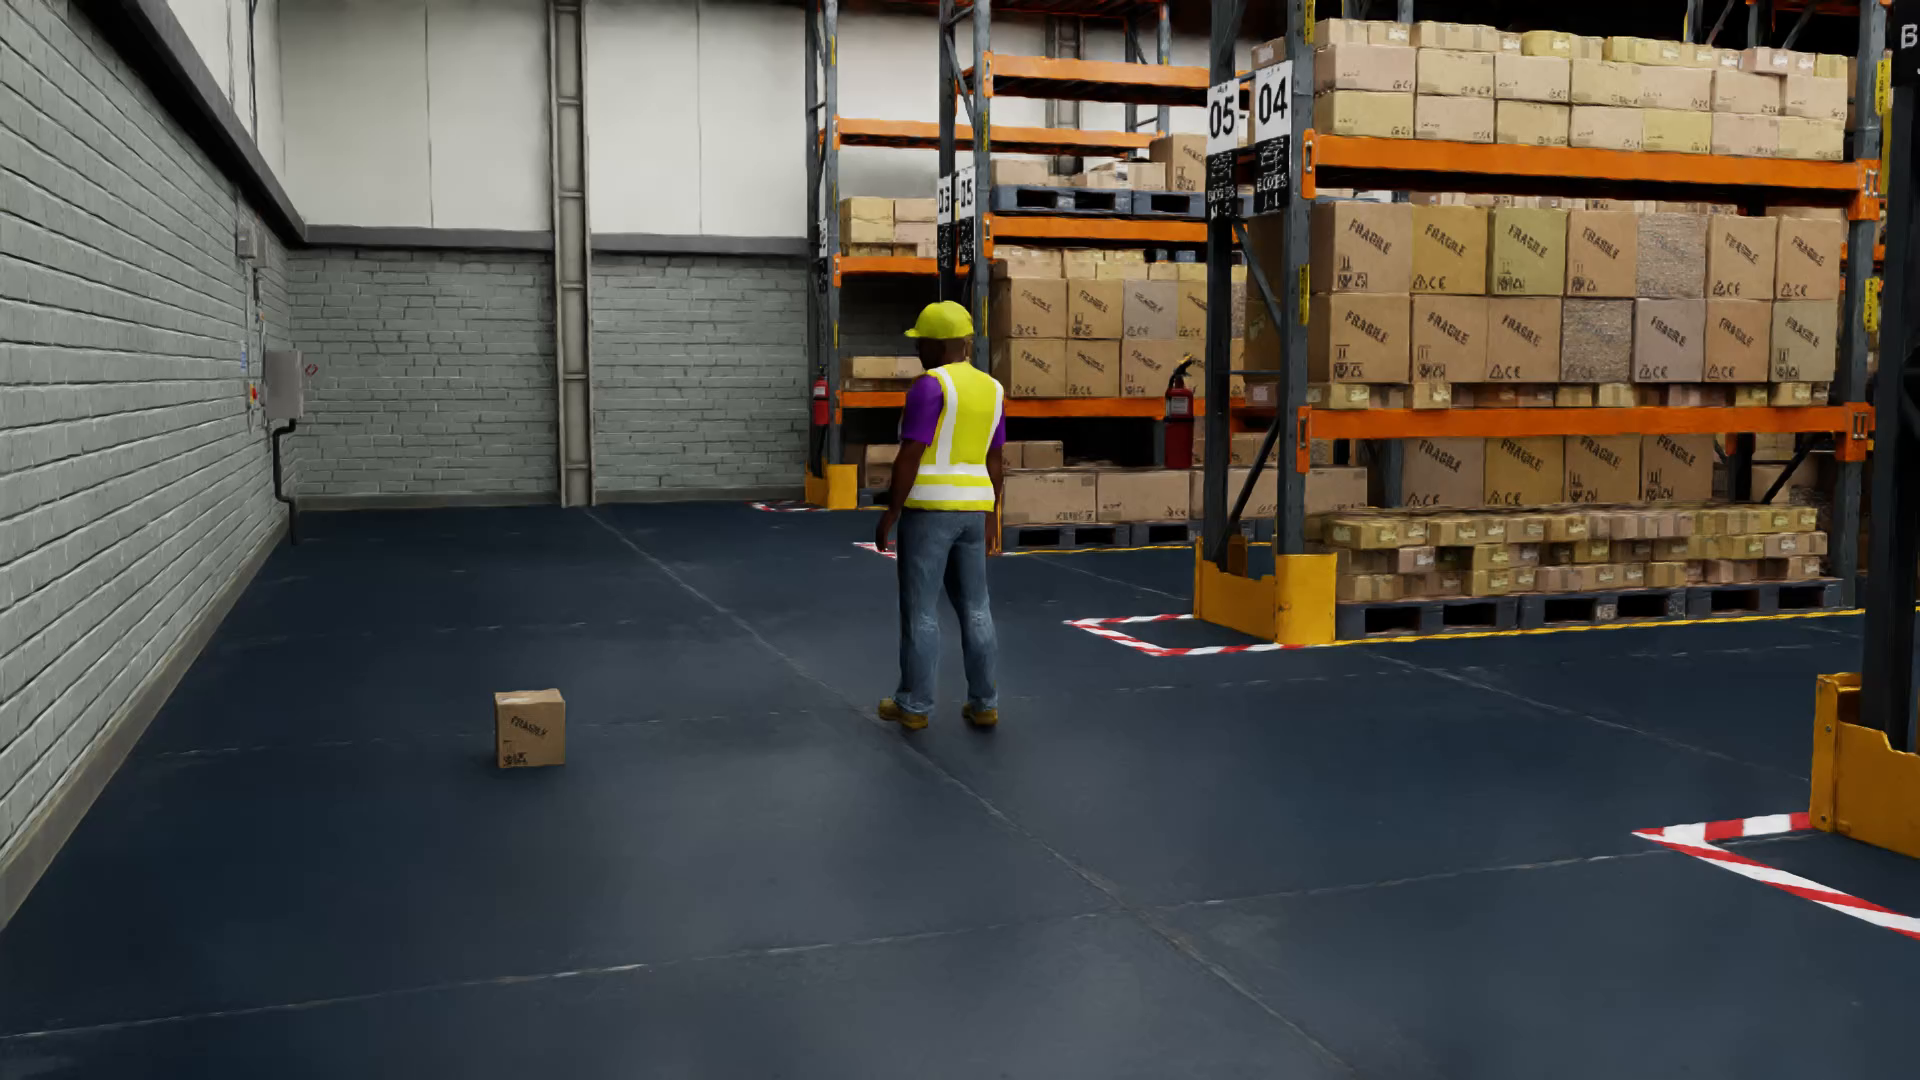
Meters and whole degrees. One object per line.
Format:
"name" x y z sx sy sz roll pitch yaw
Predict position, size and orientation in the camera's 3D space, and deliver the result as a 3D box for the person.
"person" -0.090 -0.106 6.965 0.462 1.771 0.622 5 8 43
